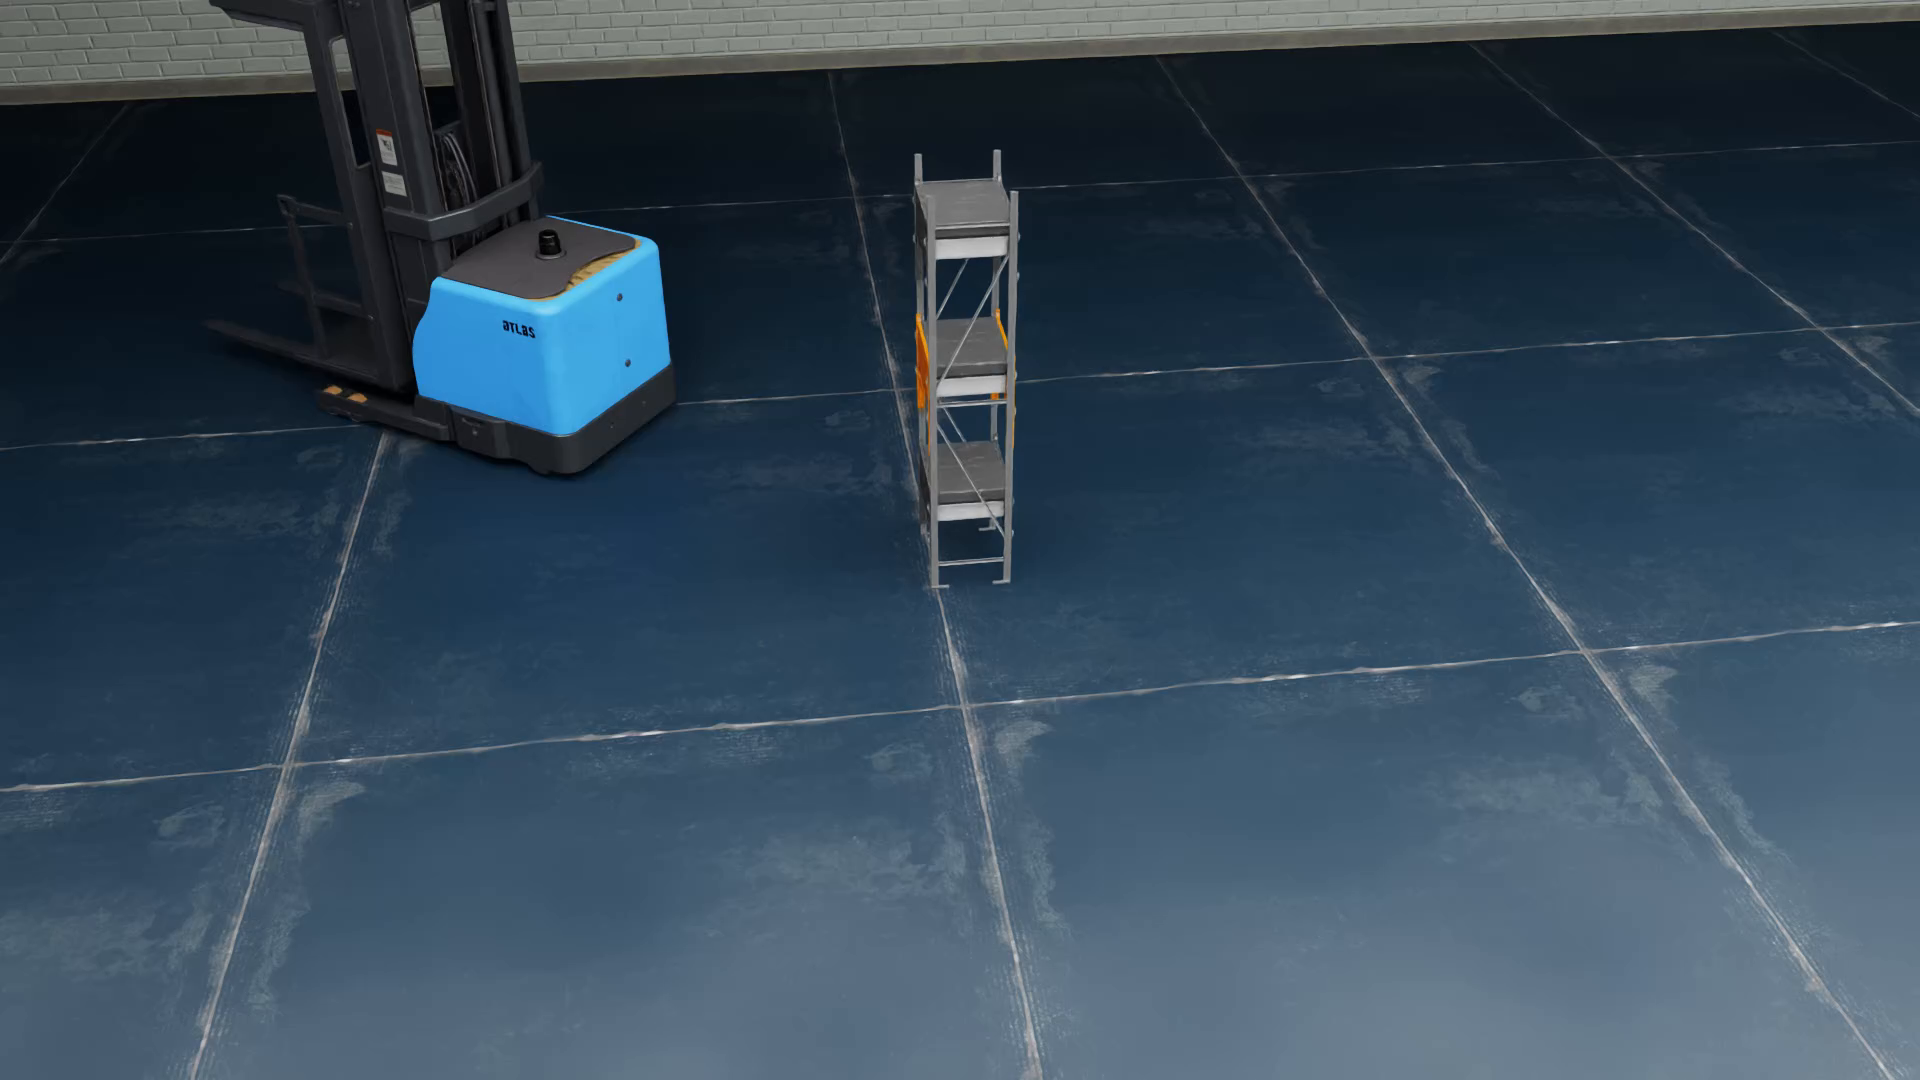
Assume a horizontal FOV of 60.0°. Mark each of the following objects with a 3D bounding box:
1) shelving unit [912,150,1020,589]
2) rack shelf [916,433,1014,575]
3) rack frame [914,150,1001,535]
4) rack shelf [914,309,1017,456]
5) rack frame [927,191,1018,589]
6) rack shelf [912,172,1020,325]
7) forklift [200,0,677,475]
[{"bbox_3d":[0.022,-0.775,8.023,0.431,2.100,0.503,-4,35,-6],"label":"shelving unit"},{"bbox_3d":[0.022,-0.186,8.425,0.431,0.518,0.480,-4,35,-6],"label":"rack shelf"},{"bbox_3d":[-0.011,-0.911,8.223,0.400,2.100,0.015,-4,35,-6],"label":"rack frame"},{"bbox_3d":[0.022,-0.764,8.031,0.431,0.518,0.480,-4,35,-6],"label":"rack shelf"},{"bbox_3d":[0.055,-0.639,7.823,0.400,2.100,0.015,-4,35,-6],"label":"rack frame"},{"bbox_3d":[0.022,-1.342,7.637,0.431,0.518,0.480,-4,35,-6],"label":"rack shelf"},{"bbox_3d":[-3.226,-2.149,9.301,3.031,2.935,1.130,16,37,22],"label":"forklift"}]
